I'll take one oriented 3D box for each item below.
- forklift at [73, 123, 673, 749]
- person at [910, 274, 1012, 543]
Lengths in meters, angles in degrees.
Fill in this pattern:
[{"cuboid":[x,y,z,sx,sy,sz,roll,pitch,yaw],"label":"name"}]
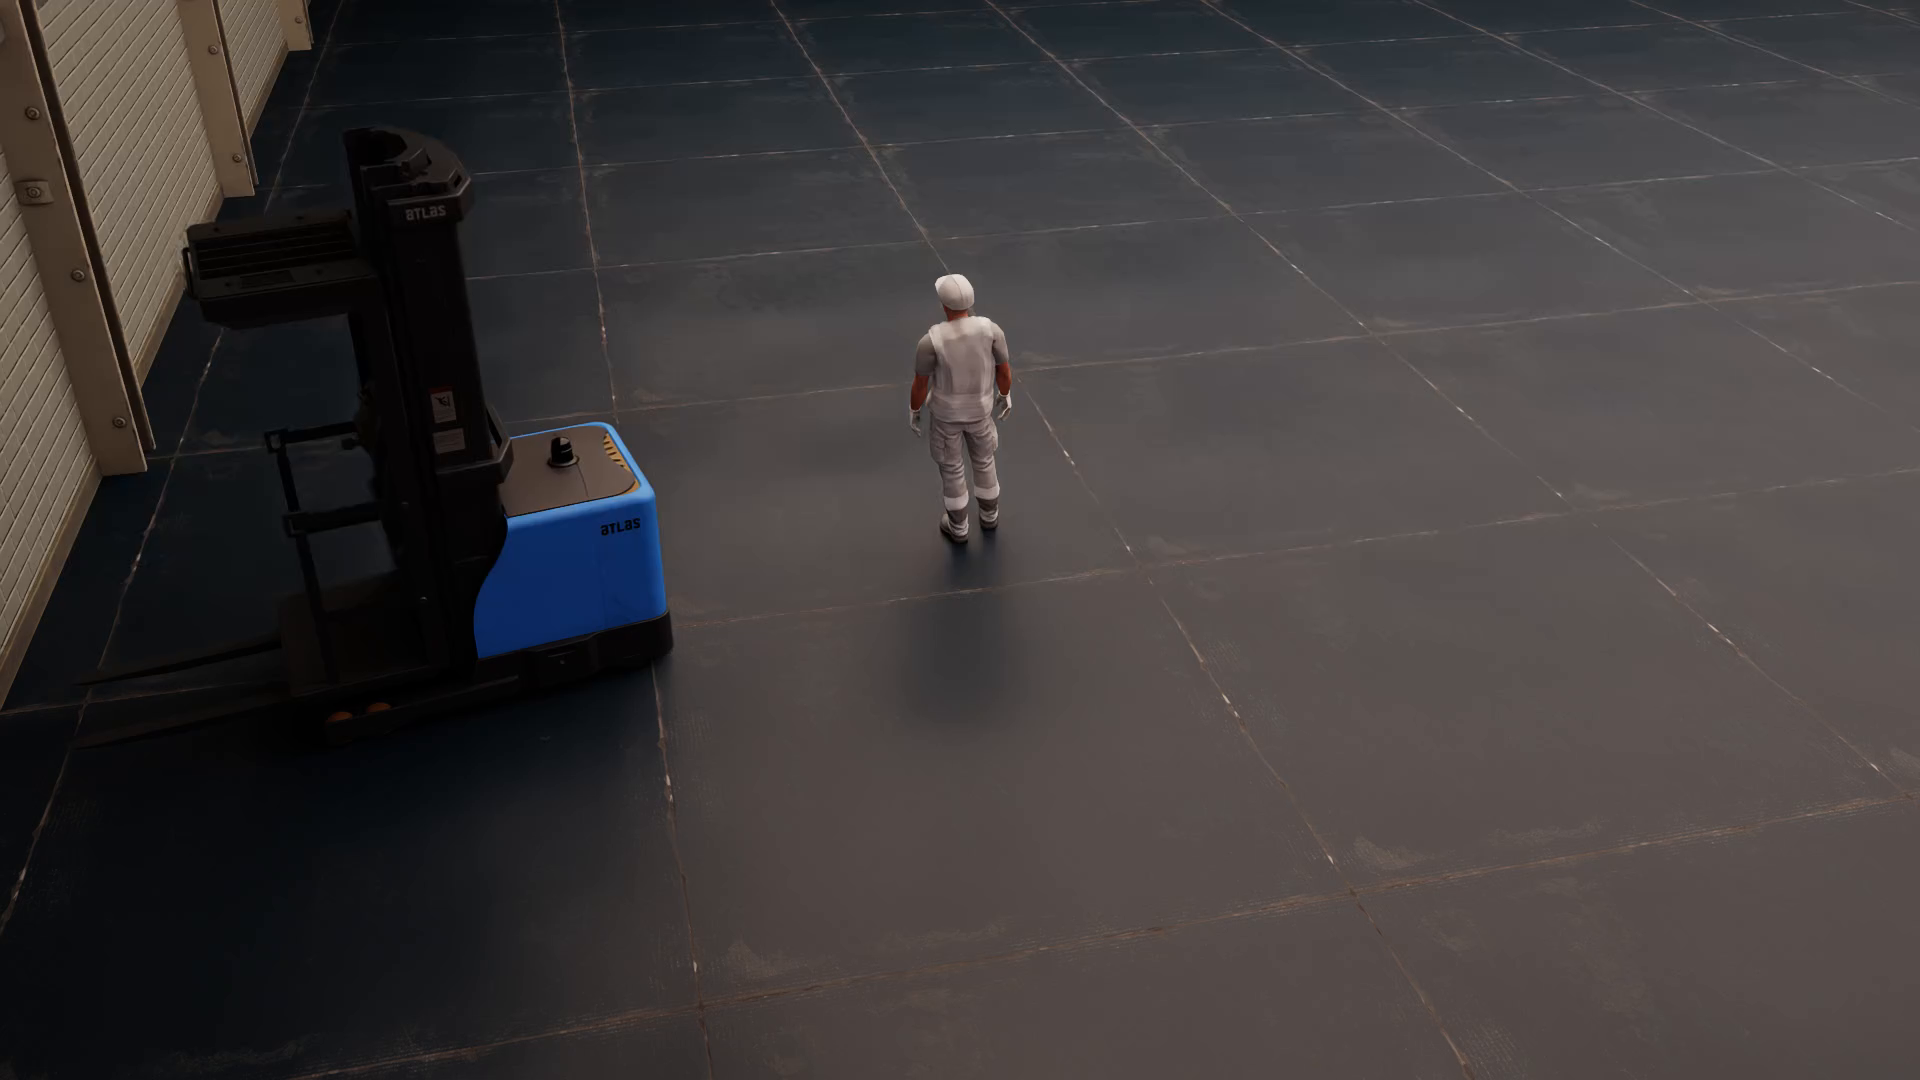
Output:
[{"cuboid":[-3.172,-0.507,8.451,3.031,2.935,1.130,-13,33,-21],"label":"forklift"},{"cuboid":[-0.009,-0.821,10.119,0.638,1.789,0.562,-7,31,-12],"label":"person"}]
